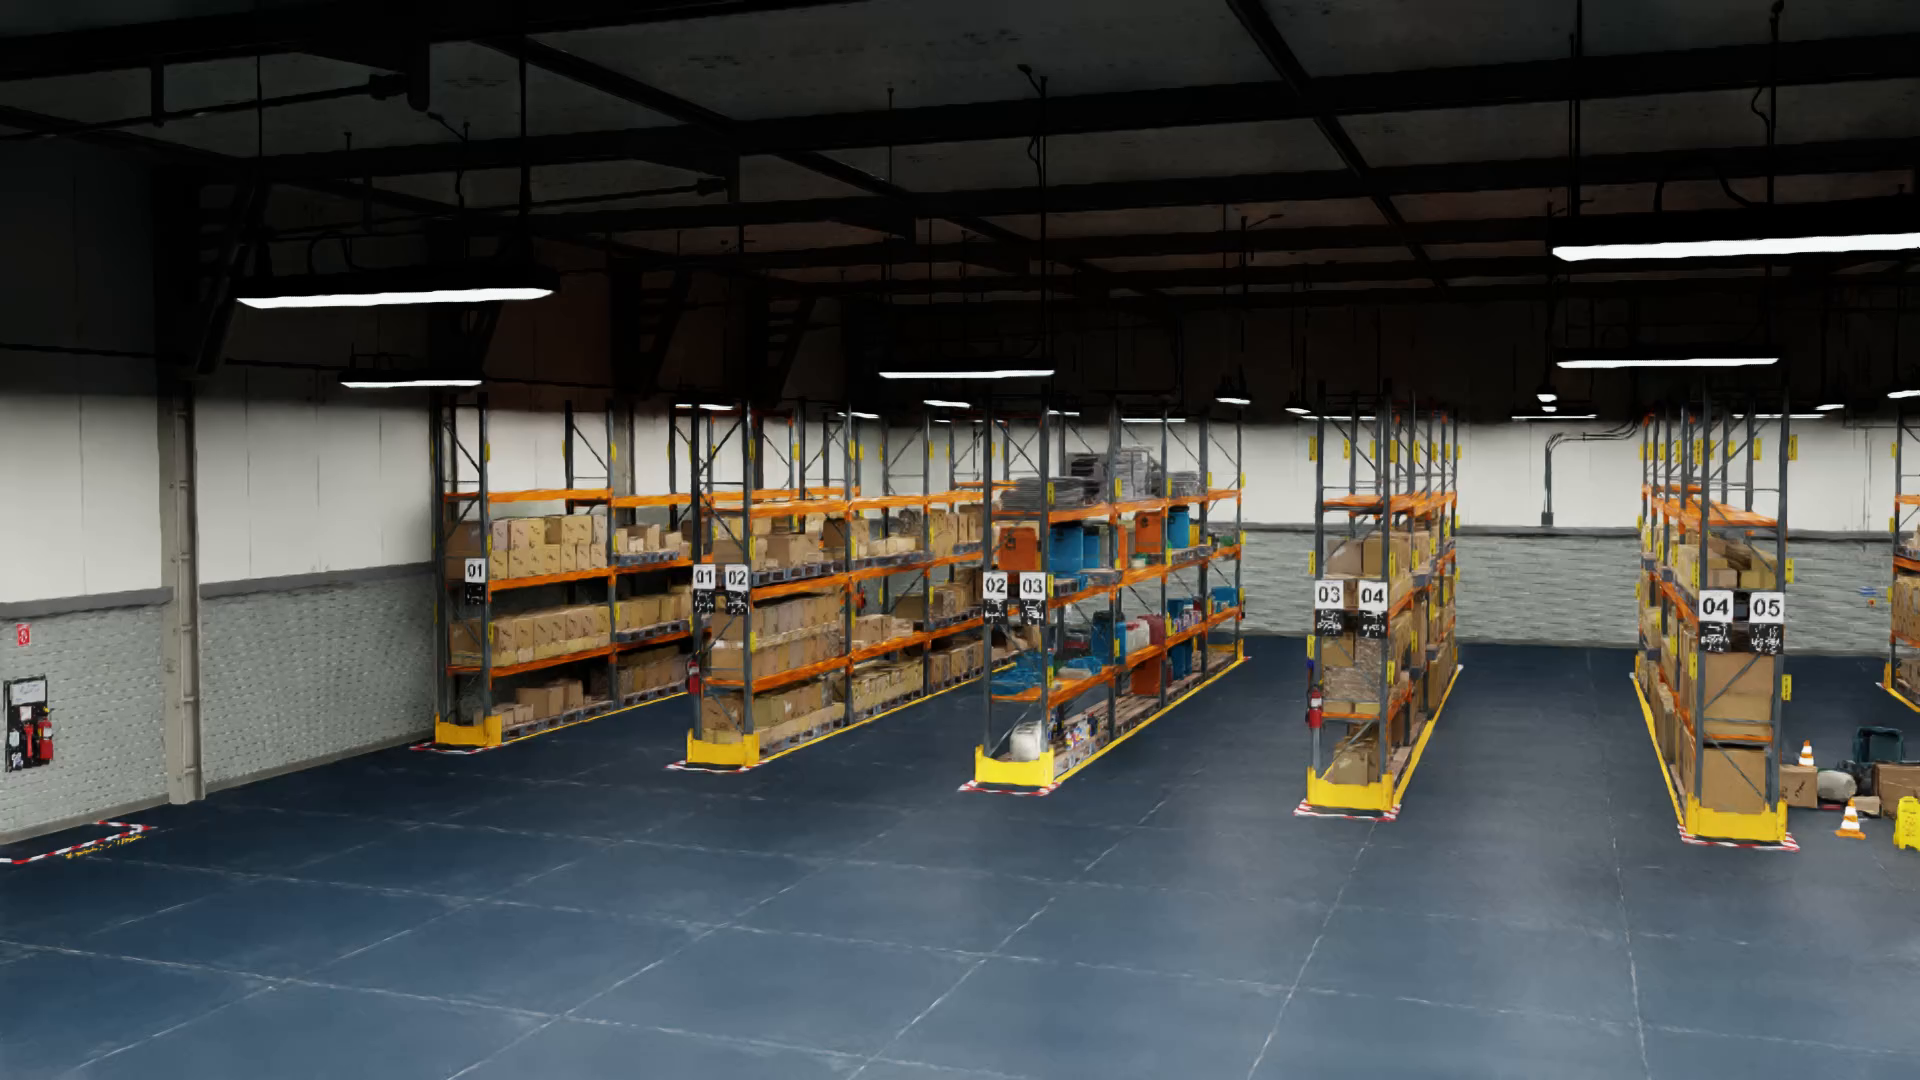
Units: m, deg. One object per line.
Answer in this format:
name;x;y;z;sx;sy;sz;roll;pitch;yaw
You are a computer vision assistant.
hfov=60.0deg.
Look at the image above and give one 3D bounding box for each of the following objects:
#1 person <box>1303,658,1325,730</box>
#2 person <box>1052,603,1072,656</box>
person;6.415;2.565;30.055;0.590;1.649;0.656;3;4;44
person;2.490;1.985;39.740;0.471;1.782;0.638;1;3;23
